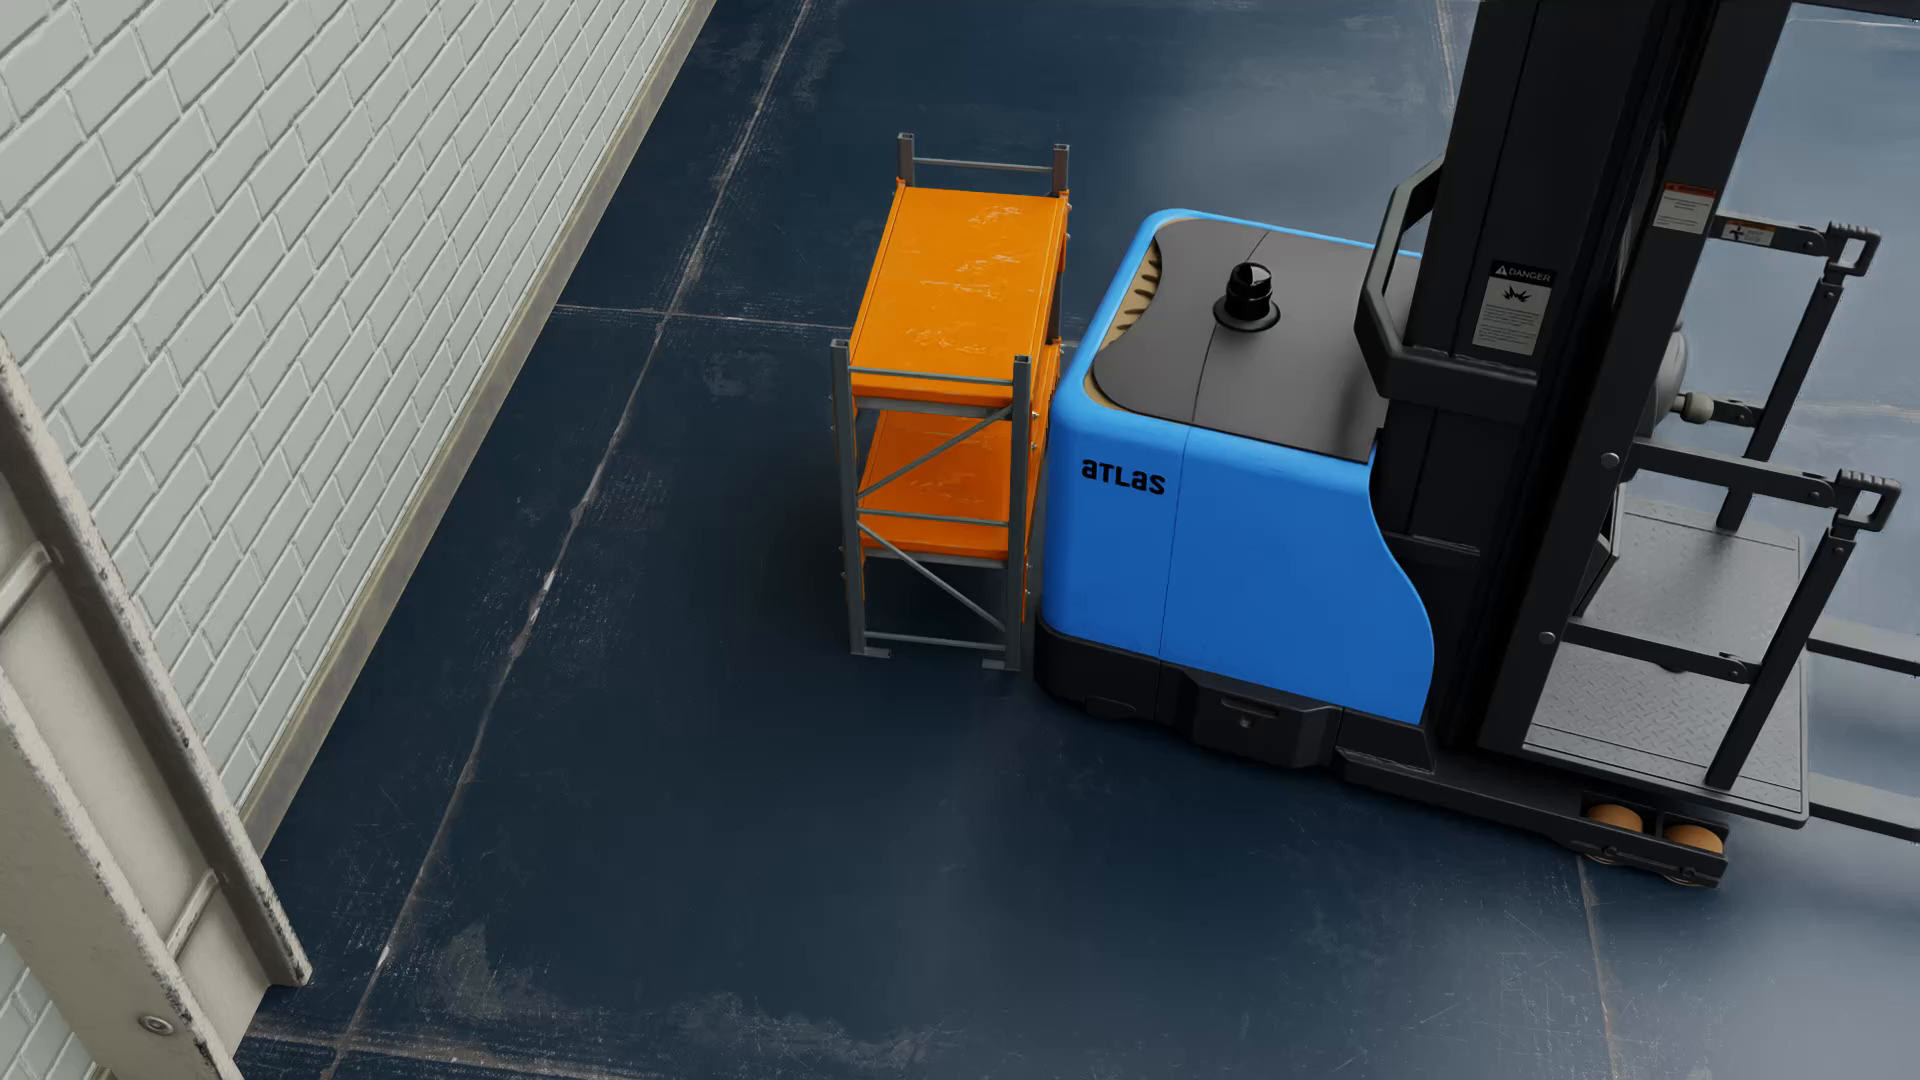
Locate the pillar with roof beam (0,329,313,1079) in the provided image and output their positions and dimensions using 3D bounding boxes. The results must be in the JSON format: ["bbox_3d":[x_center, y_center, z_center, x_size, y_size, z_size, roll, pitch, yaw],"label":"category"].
[{"bbox_3d":[2.484,-1.695,0.496,9.100,9.000,0.400,5,44,6],"label":"pillar with roof beam"}]

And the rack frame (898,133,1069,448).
[{"bbox_3d":[0.067,-0.751,5.224,0.500,1.125,0.032,5,44,6],"label":"rack frame"}]

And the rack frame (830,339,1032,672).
[{"bbox_3d":[-0.073,-0.058,4.493,0.500,1.125,0.032,5,44,6],"label":"rack frame"}]

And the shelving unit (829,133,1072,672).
[{"bbox_3d":[-0.003,-0.405,4.859,0.538,1.125,1.048,5,44,6],"label":"shelving unit"}]

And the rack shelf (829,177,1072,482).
[{"bbox_3d":[-0.002,-0.617,4.658,0.538,0.278,1.000,5,44,6],"label":"rack shelf"}]

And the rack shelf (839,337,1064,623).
[{"bbox_3d":[-0.003,-0.227,5.027,0.538,0.278,1.000,5,44,6],"label":"rack shelf"}]

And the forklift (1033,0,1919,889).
[{"bbox_3d":[1.782,-0.584,3.735,3.031,2.935,1.130,14,45,14],"label":"forklift"}]
